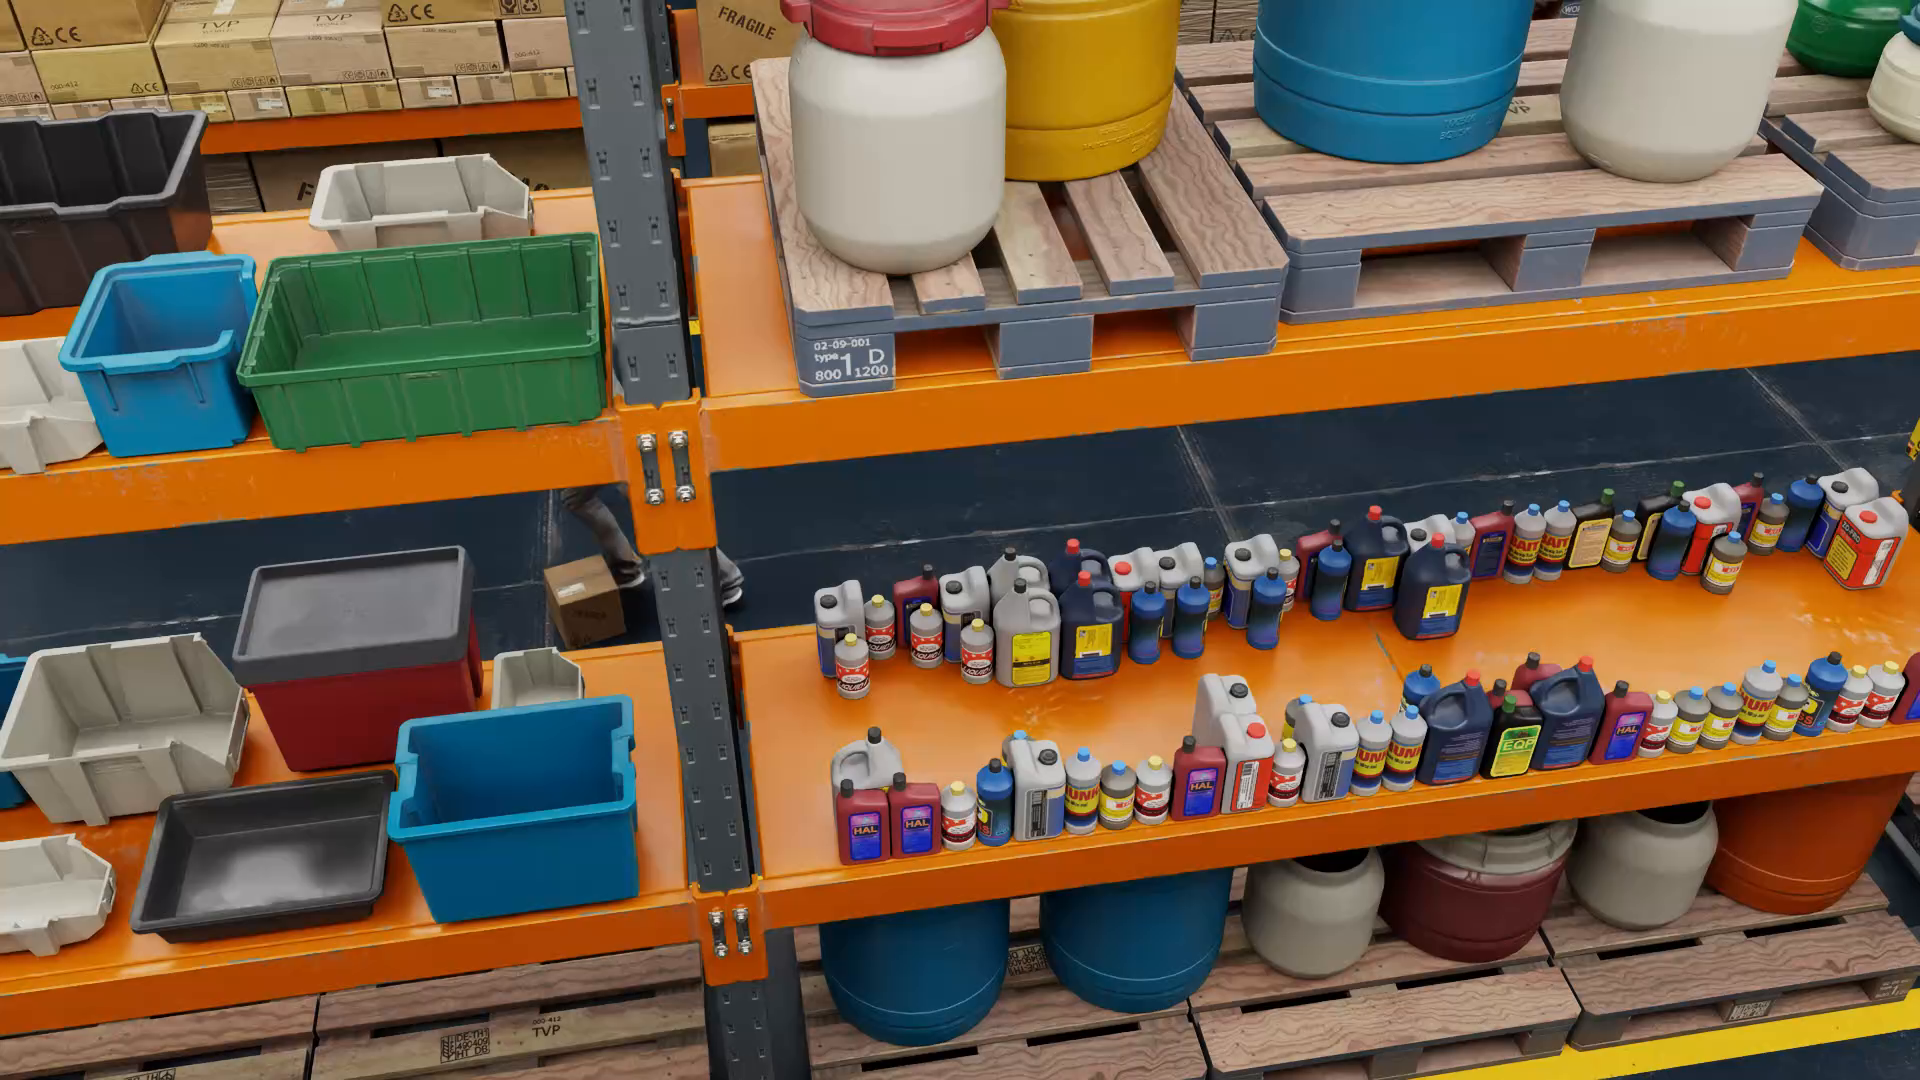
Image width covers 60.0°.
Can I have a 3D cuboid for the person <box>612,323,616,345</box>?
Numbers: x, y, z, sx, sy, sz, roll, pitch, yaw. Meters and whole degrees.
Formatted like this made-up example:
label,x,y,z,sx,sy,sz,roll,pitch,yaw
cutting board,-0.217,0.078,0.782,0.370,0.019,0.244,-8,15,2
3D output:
label,x,y,z,sx,sy,sz,roll,pitch,yaw
person,-1.393,-0.556,6.432,0.422,0.546,0.530,-8,40,-10
